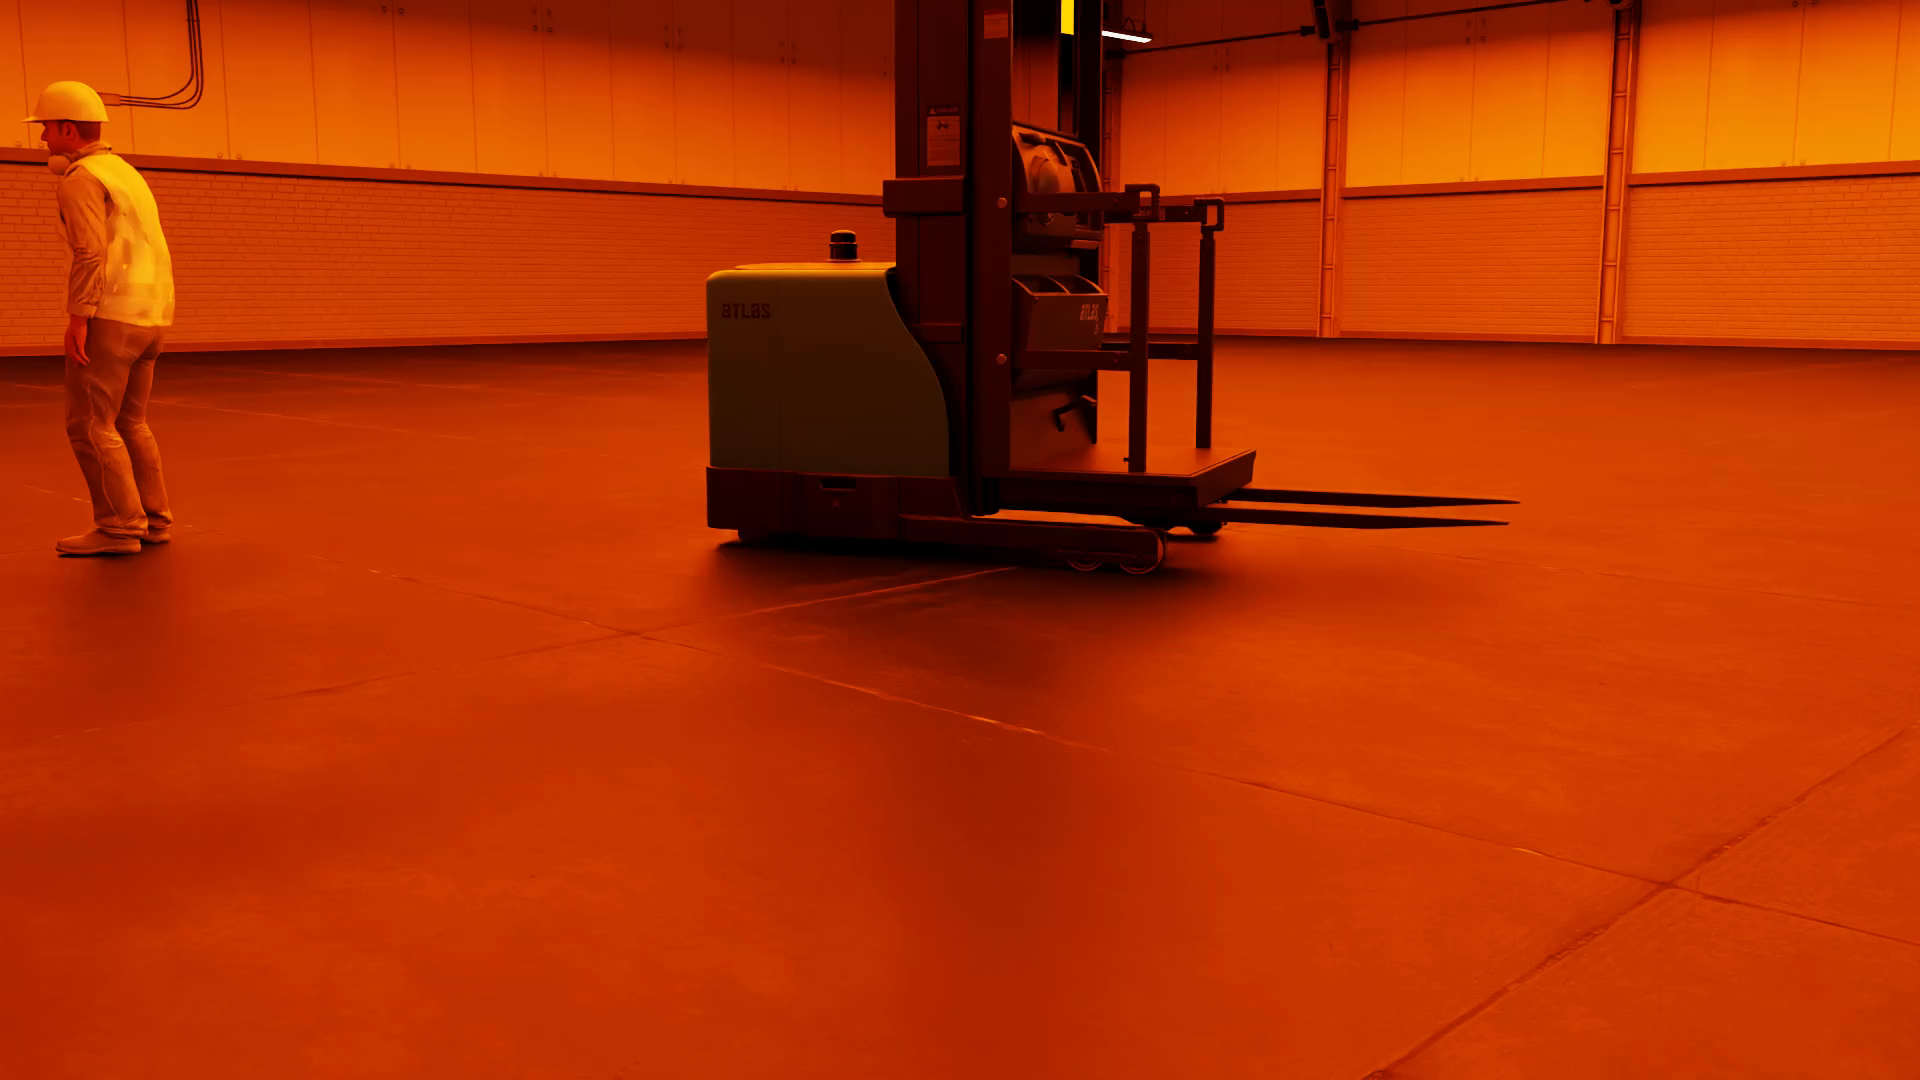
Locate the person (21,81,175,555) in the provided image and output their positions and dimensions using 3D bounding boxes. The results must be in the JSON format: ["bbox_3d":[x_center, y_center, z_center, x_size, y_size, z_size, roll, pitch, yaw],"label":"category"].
[{"bbox_3d":[-3.267,-0.842,6.368,0.466,1.769,0.580,-1,9,-5],"label":"person"}]

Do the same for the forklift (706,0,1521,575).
[{"bbox_3d":[0.565,-1.416,6.275,3.031,2.935,1.130,3,9,22],"label":"forklift"}]
